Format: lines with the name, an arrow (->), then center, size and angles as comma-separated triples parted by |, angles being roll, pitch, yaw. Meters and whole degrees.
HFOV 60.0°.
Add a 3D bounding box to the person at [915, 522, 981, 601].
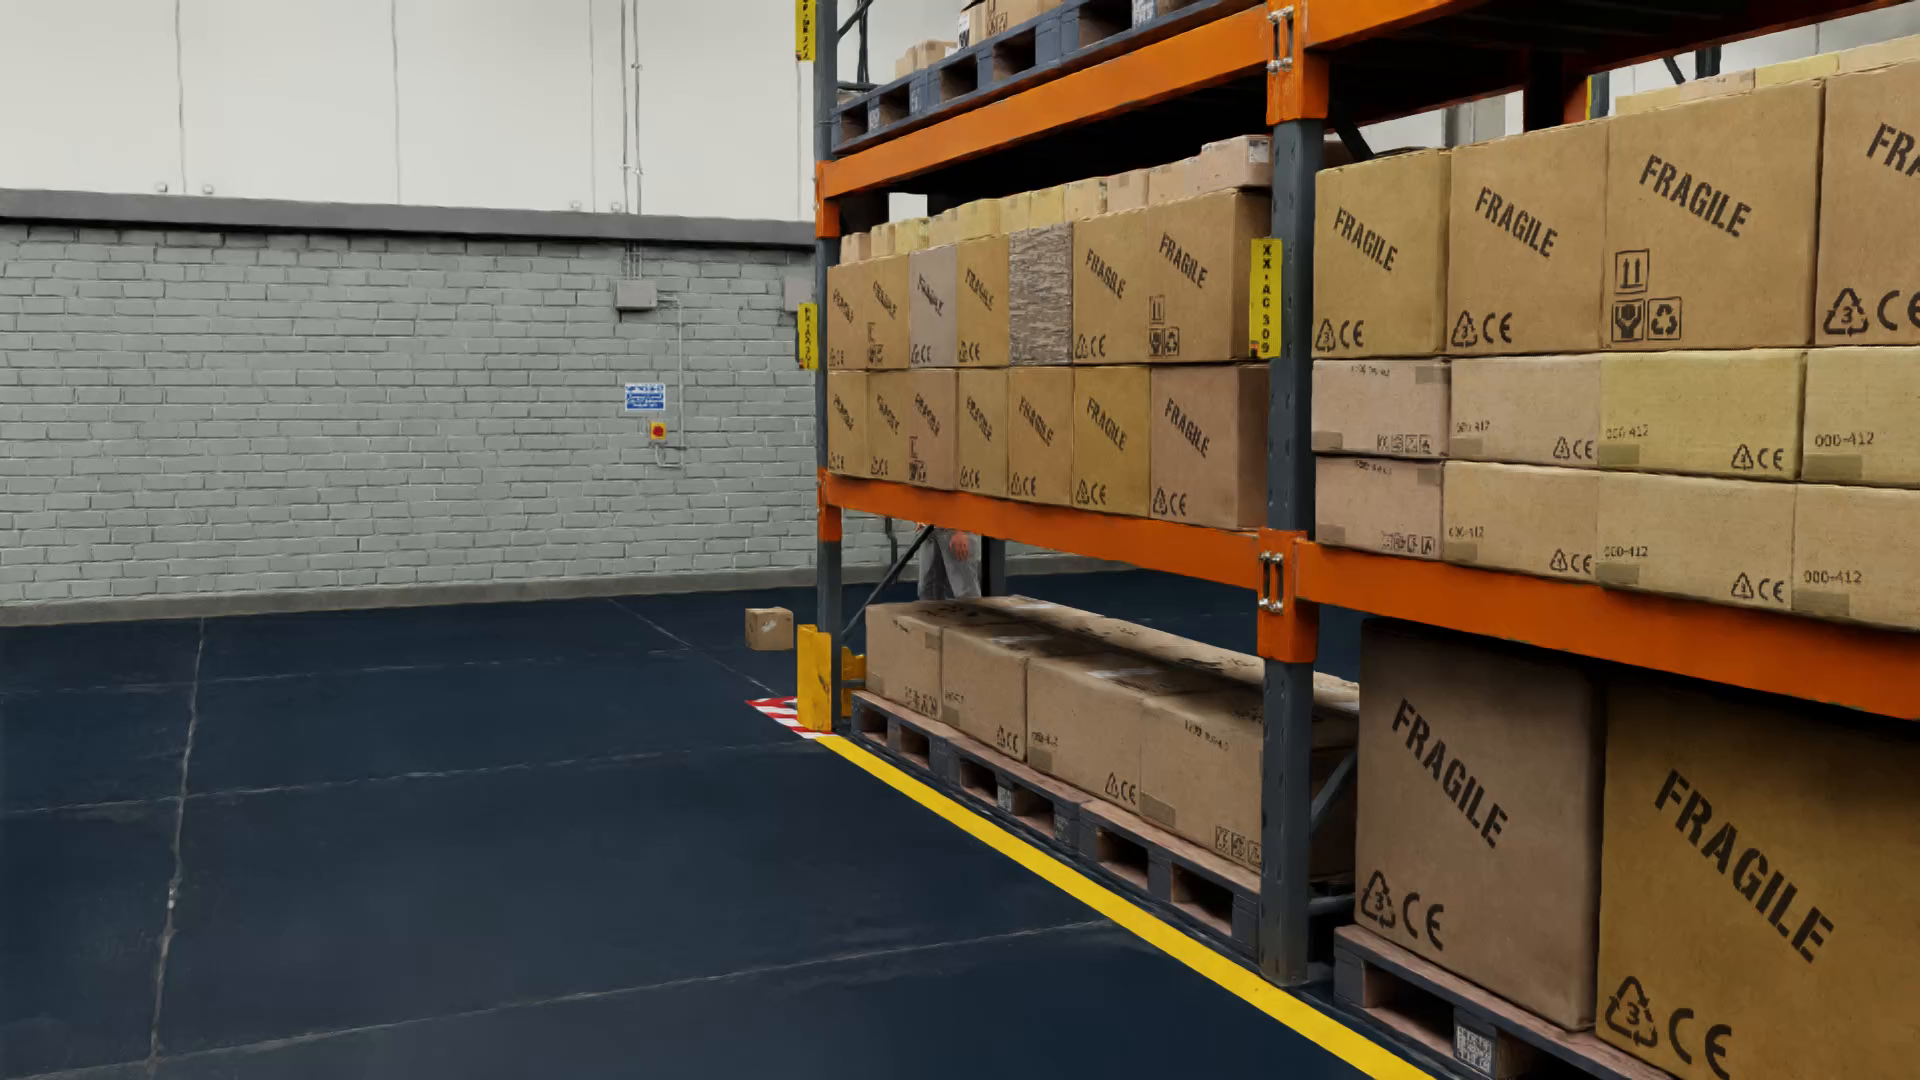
person -> -0.111, -0.090, 9.944 | 0.577, 1.774, 0.689 | -2, 6, -20
